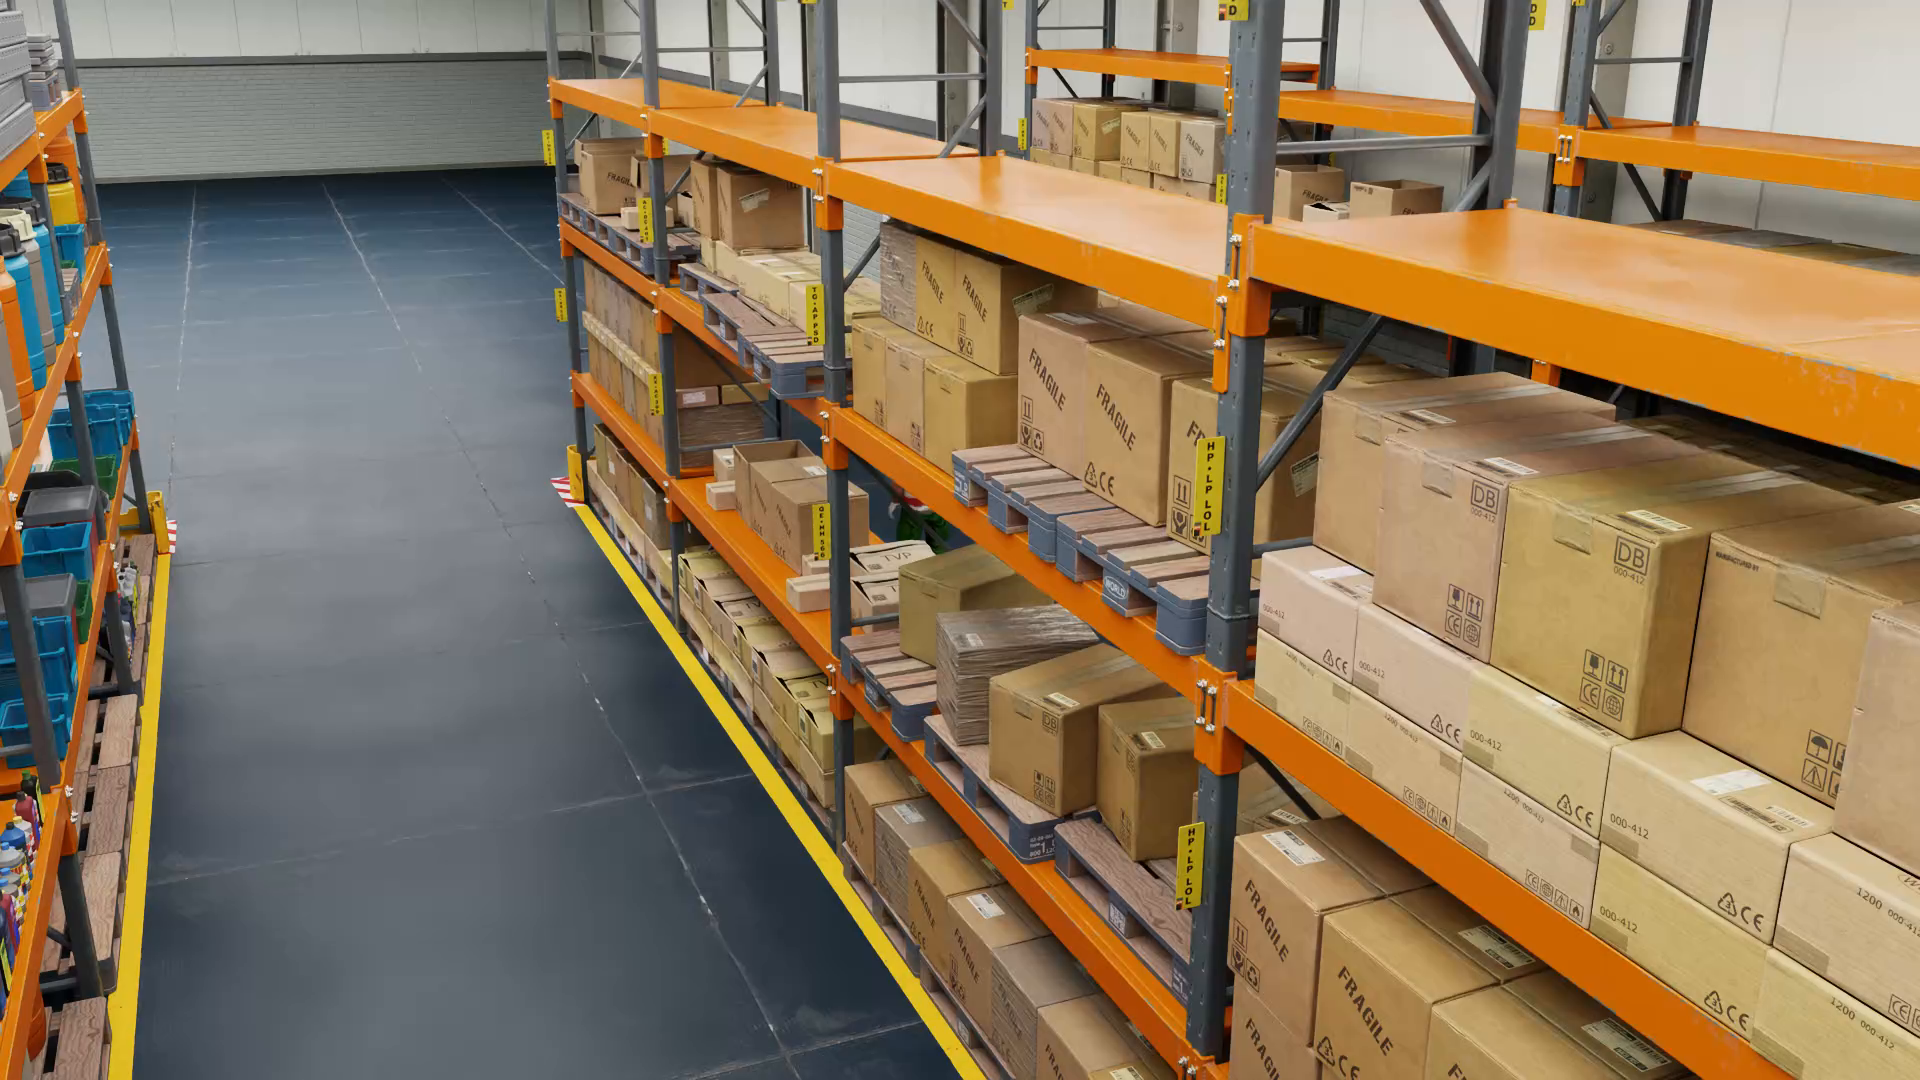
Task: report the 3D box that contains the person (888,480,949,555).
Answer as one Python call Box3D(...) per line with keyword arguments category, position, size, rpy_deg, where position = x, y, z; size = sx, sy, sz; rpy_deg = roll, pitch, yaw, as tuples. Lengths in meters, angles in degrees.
Box3D(category="person", position=(-0.321, -0.278, 13.708), size=(0.534, 1.763, 0.400), rpy_deg=(-7, 20, -21))
